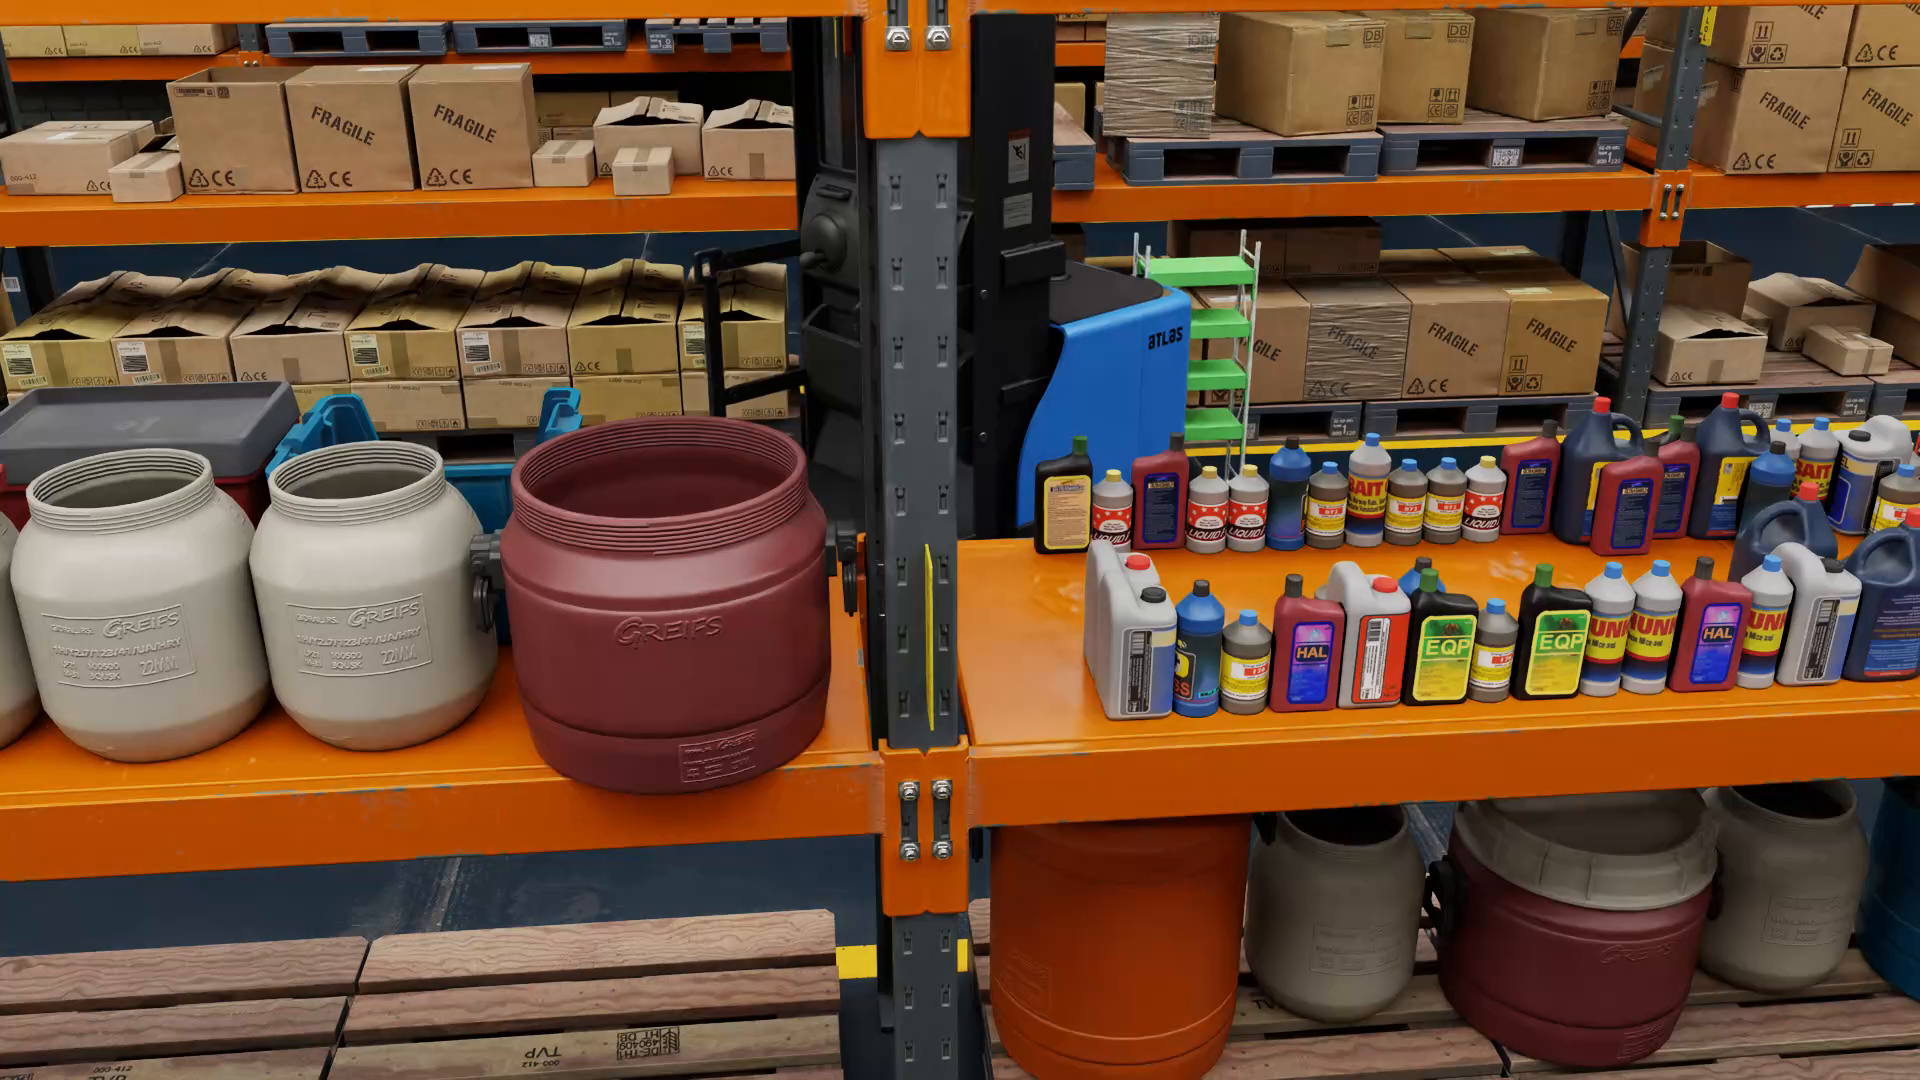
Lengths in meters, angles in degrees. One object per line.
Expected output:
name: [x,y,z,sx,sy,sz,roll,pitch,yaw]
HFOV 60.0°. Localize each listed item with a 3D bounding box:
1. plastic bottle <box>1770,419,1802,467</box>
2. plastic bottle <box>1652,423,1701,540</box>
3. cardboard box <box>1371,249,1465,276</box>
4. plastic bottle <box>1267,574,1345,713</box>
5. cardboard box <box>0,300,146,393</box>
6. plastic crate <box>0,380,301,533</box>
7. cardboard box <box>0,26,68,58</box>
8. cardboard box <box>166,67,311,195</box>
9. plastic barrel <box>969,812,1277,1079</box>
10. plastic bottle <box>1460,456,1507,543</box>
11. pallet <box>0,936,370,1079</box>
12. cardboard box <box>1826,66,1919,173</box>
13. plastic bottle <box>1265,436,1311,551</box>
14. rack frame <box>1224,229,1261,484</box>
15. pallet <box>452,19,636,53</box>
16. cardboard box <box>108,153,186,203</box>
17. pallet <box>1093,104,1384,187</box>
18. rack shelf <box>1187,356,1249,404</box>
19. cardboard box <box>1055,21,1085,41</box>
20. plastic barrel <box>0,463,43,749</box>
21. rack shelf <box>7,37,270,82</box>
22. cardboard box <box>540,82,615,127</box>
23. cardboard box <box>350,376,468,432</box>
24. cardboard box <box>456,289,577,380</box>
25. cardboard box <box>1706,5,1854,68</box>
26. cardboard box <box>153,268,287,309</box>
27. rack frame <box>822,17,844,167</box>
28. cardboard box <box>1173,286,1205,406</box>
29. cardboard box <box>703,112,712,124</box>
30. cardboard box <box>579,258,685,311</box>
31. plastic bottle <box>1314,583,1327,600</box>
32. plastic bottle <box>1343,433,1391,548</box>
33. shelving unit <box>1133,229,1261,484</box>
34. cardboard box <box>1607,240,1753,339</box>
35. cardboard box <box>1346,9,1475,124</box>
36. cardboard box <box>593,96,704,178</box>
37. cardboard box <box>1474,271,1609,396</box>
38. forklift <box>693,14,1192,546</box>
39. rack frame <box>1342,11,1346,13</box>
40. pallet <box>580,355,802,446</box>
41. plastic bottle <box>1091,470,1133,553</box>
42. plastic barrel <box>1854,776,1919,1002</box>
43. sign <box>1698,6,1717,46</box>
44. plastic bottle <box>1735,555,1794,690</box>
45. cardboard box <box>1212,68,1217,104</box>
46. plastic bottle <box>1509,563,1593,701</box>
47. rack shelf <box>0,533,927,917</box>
plastic bottle: [2.000,-0.165,4.087,0.097,0.271,0.097,0,24,0]
plastic bottle: [1.705,-0.142,4.019,0.133,0.283,0.061,-2,24,-5]
cardboard box: [2.347,-1.247,8.898,0.500,0.500,0.500,-2,24,-4]
plastic bottle: [0.678,0.199,3.252,0.133,0.283,0.061,-2,24,-5]
cardboard box: [-4.144,-0.923,7.811,0.500,0.311,0.500,-2,24,-5]
plastic crate: [-1.754,-0.061,3.615,0.583,0.464,0.402,-2,24,-5]
cardboard box: [-6.507,-3.574,11.757,0.500,0.250,0.500,-2,24,-5]
cardboard box: [-3.289,-1.906,7.722,0.500,0.500,0.500,-1,24,-1]
plastic barrel: [0.369,0.801,3.910,0.708,0.830,0.600,-2,24,-5]
plastic bottle: [1.269,-0.104,4.036,0.097,0.201,0.097,0,24,0]
pallet: [-2.102,1.364,3.921,1.213,0.211,1.003,-2,24,-5]
cardboard box: [4.425,-2.112,8.186,0.500,0.500,0.500,-2,24,-4]
plastic bottle: [0.785,-0.117,3.978,0.097,0.271,0.097,0,24,0]
rack frame: [1.278,-0.787,7.544,0.015,1.200,0.240,-3,24,-7]
pallet: [-3.055,-3.794,12.328,1.213,0.211,1.003,-2,24,-5]
cardboard box: [-3.678,-1.653,7.586,0.250,0.149,0.380,-2,24,-5]
pallet: [1.336,-1.967,8.218,1.213,0.211,1.003,-2,24,-5]
rack shelf: [1.036,-0.716,7.541,0.480,0.148,0.258,-3,24,-7]
cardboard box: [0.786,-3.857,12.518,0.250,0.149,0.380,-2,24,-5]
plastic barrel: [-1.962,0.129,3.100,0.433,0.535,0.433,0,24,0]
rack shelf: [-7.060,-3.409,12.112,4.000,0.370,1.077,-2,24,-5]
cardboard box: [-2.886,-3.309,12.614,0.500,0.250,0.500,-2,24,-5]
cardboard box: [-2.623,-0.728,8.064,0.500,0.250,0.500,-2,24,-4]
cardboard box: [-2.115,-1.004,7.993,0.500,0.311,0.500,-2,24,-5]
cardboard box: [3.878,-2.542,7.922,0.500,0.500,0.500,-2,24,-4]
cardboard box: [-3.687,-1.162,8.350,0.500,0.311,0.500,-2,24,-4]
rack frame: [-0.599,-1.975,8.000,0.127,3.000,1.000,-2,24,-5]
cardboard box: [0.902,-0.978,8.292,0.500,0.500,0.500,-3,24,-6]
cardboard box: [-1.801,-2.986,12.811,0.500,0.500,0.700,-2,24,-4]
cardboard box: [-1.671,-1.240,8.525,0.500,0.311,0.500,-3,24,-6]
plastic bottle: [0.776,0.163,3.434,0.097,0.201,0.097,0,24,0]
plastic bottle: [0.979,-0.124,3.995,0.097,0.271,0.097,0,24,0]
shelving unit: [1.036,-0.774,7.515,0.503,1.200,0.258,-3,24,-7]
cardboard box: [3.921,-1.331,9.087,0.500,0.500,0.500,-2,24,-5]
cardboard box: [2.210,-2.391,8.295,0.500,0.500,0.700,1,24,3]
cardboard box: [-1.508,-1.977,8.114,0.500,0.311,0.500,-3,24,-6]
cardboard box: [2.919,-1.058,8.473,0.500,0.500,0.500,-2,24,-5]
forklift: [-0.448,-1.141,6.208,3.031,2.935,1.130,-20,31,-38]
rack frame: [2.891,-4.137,12.864,0.127,3.000,1.000,-2,24,-5]
pallet: [-1.422,-0.684,8.528,1.213,0.211,1.003,-2,24,-5]
plastic bottle: [0.362,-0.068,3.954,0.097,0.201,0.097,0,24,0]
plastic barrel: [2.617,0.678,4.099,0.708,0.901,0.600,-2,24,-5]
sign: [3.440,-2.439,7.620,0.005,0.325,0.100,-2,24,-5]
plastic bottle: [1.614,0.160,3.356,0.097,0.271,0.097,0,24,0]
cardboard box: [2.257,-3.268,13.039,0.750,0.750,0.750,-2,24,-5]
plastic bottle: [1.175,0.179,3.297,0.133,0.283,0.061,-2,24,-5]
rack shelf: [-2.106,0.436,3.462,4.000,0.370,1.077,-2,24,-5]
